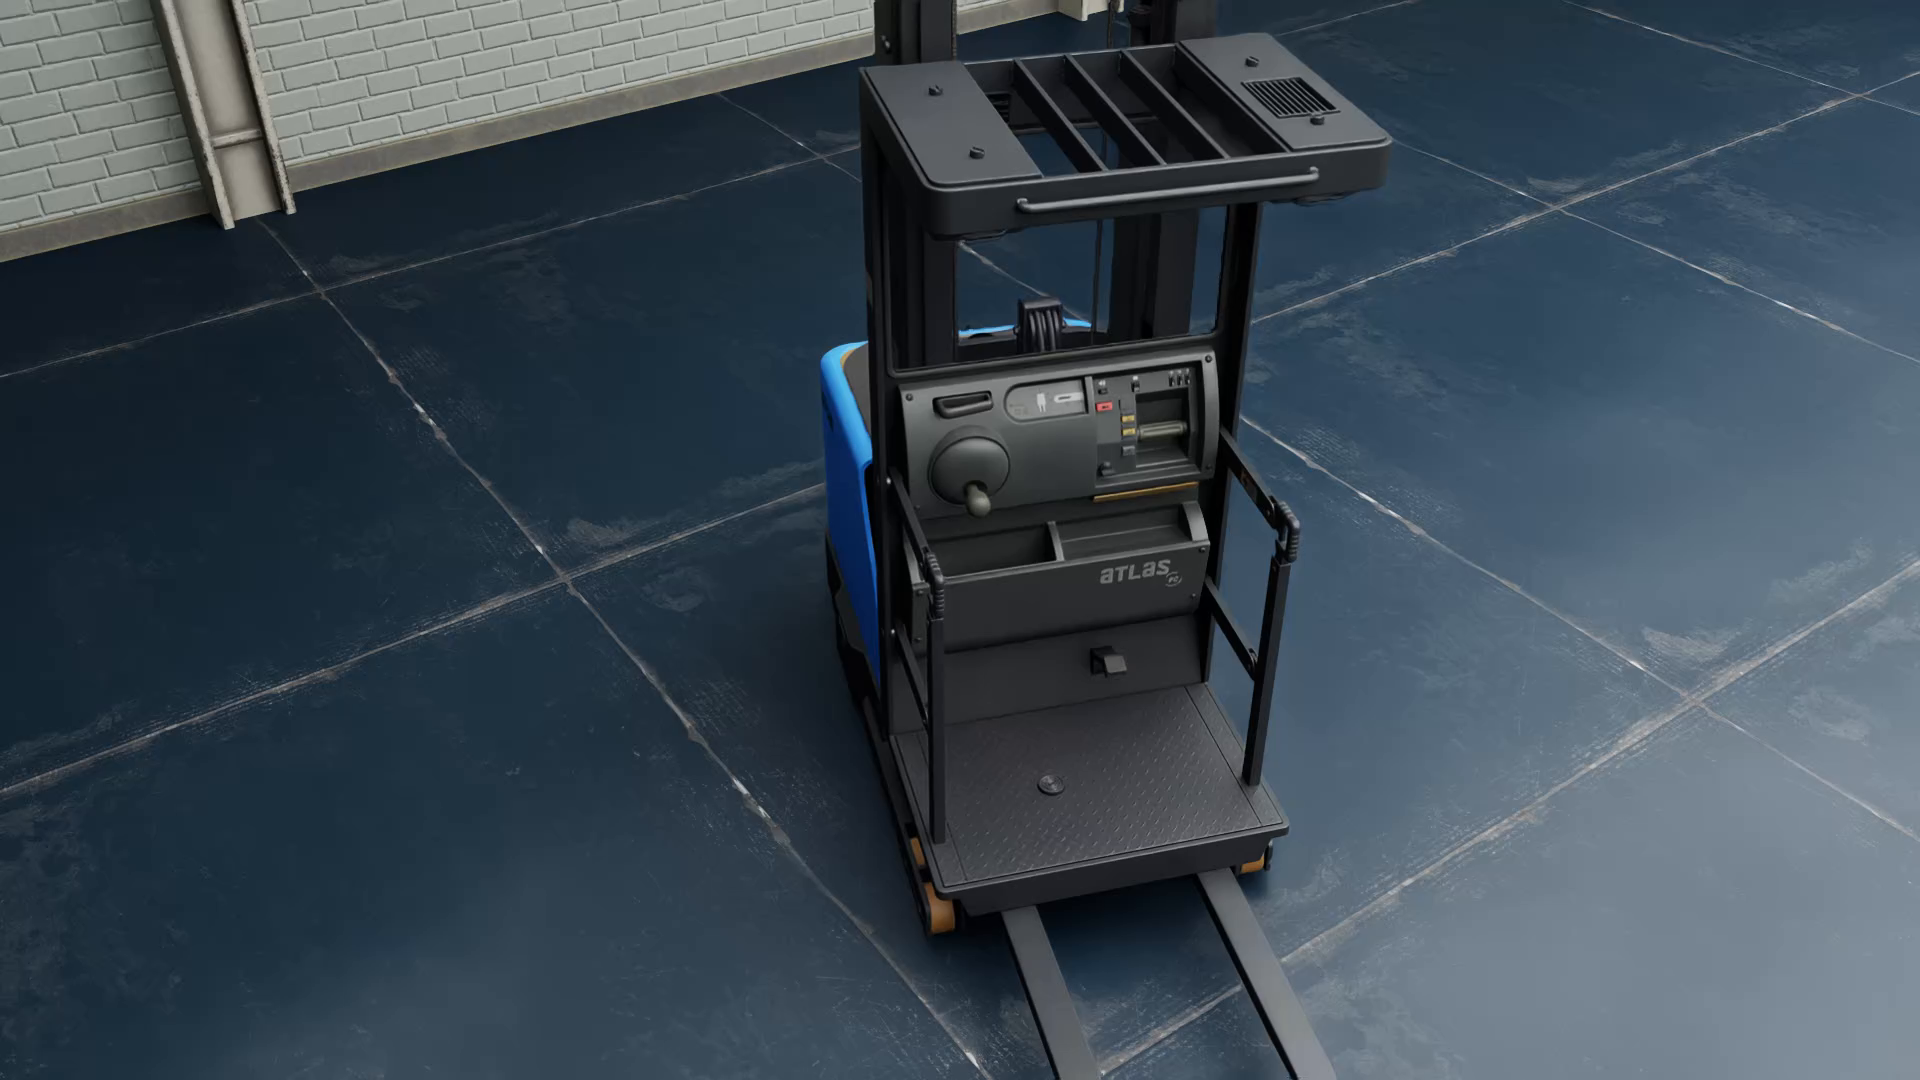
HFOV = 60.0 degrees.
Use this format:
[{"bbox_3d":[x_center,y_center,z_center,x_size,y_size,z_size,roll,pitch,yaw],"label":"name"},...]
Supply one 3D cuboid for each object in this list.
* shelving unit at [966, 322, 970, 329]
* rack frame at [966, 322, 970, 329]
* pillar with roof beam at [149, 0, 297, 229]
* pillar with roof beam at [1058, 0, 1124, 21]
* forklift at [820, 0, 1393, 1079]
[{"bbox_3d":[0.003,-0.380,6.508,0.210,0.900,0.258,-20,40,-25],"label":"shelving unit"},{"bbox_3d":[0.089,-0.412,6.552,0.006,0.900,0.240,-20,40,-25],"label":"rack frame"},{"bbox_3d":[-1.479,-3.439,3.825,0.400,9.000,9.100,-22,41,-28],"label":"pillar with roof beam"},{"bbox_3d":[3.425,-5.458,6.631,0.400,9.000,9.100,-22,41,-28],"label":"pillar with roof beam"},{"bbox_3d":[0.347,-0.240,4.573,1.130,2.935,3.031,-8,37,-11],"label":"forklift"}]
